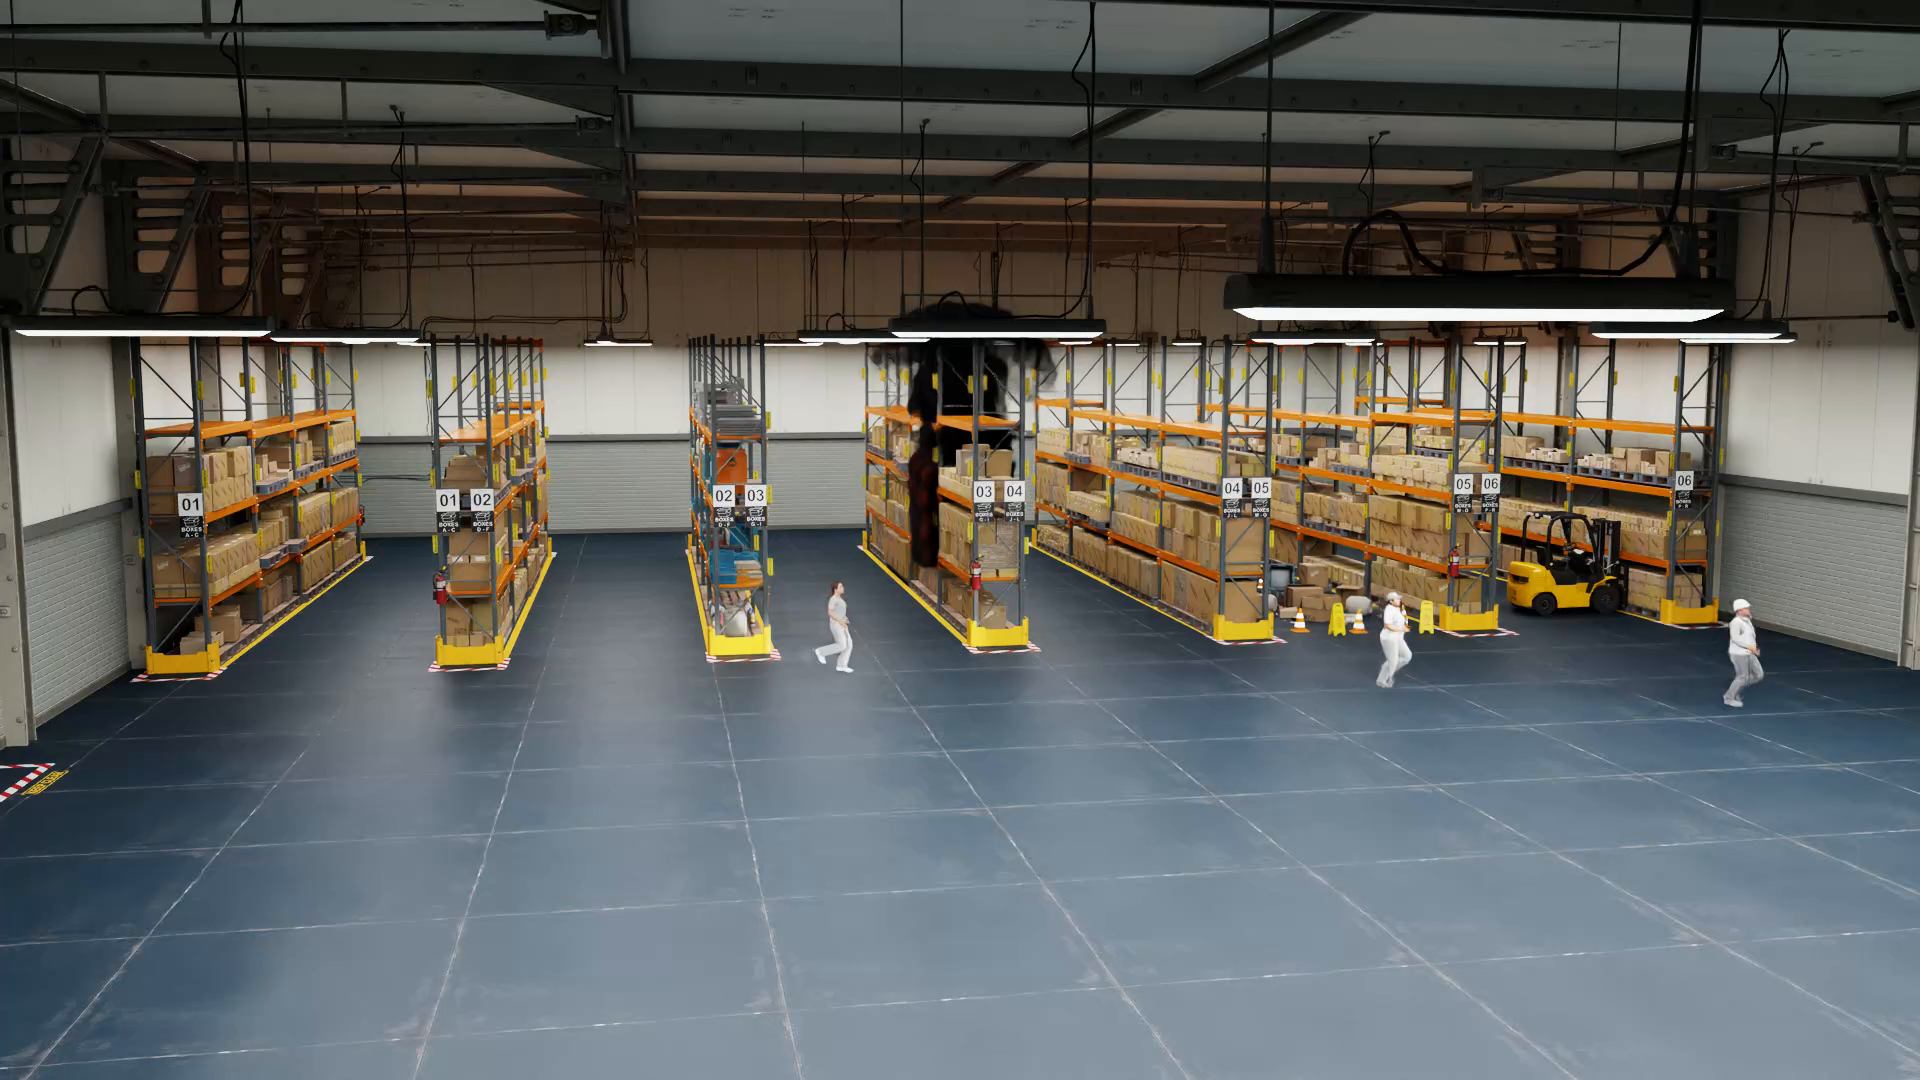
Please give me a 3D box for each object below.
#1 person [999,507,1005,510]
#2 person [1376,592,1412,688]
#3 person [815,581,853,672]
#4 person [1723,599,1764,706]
[{"bbox_3d":[1.252,-0.489,46.915,0.689,1.729,0.787,0,7,-3],"label":"person"},{"bbox_3d":[7.335,1.689,28.087,0.570,1.639,0.661,4,7,29],"label":"person"},{"bbox_3d":[-2.233,1.537,29.623,0.672,1.636,0.550,1,7,10],"label":"person"},{"bbox_3d":[12.597,1.809,26.702,0.552,1.731,0.672,6,9,42],"label":"person"}]
